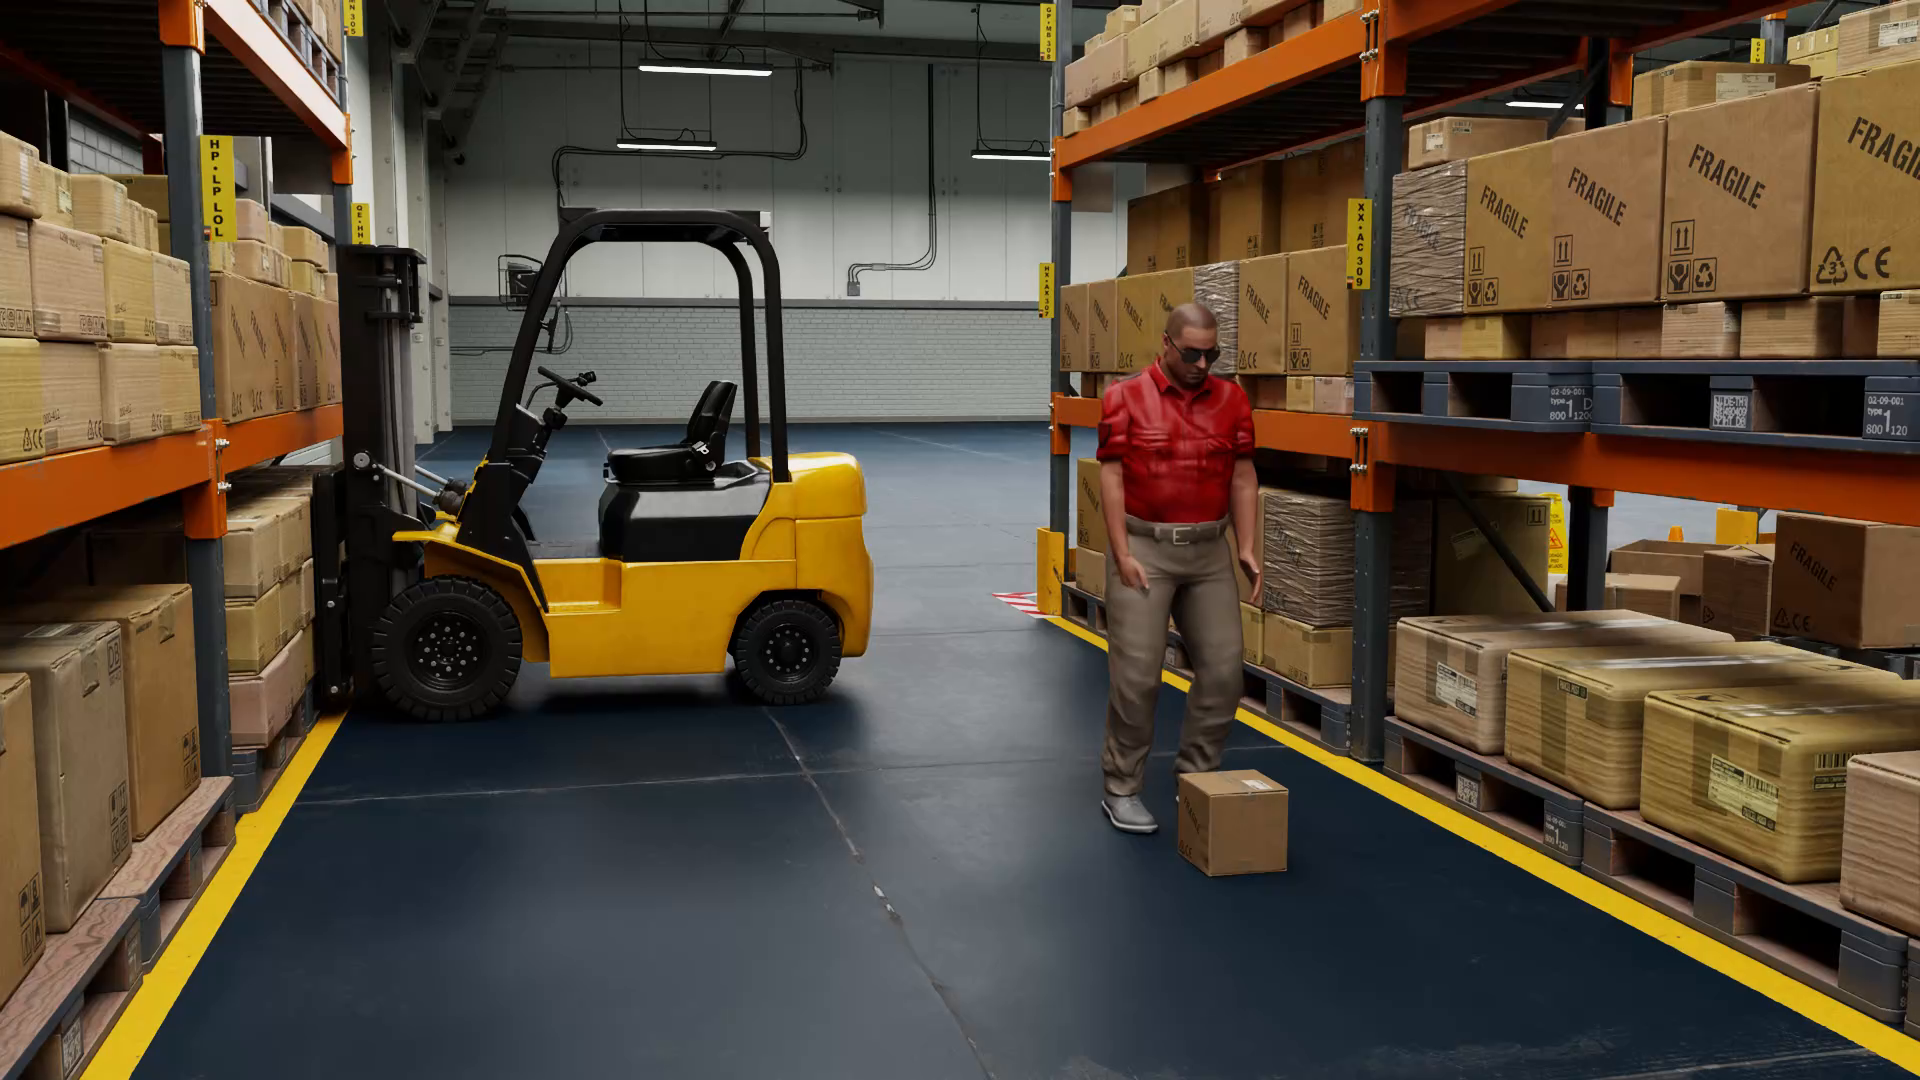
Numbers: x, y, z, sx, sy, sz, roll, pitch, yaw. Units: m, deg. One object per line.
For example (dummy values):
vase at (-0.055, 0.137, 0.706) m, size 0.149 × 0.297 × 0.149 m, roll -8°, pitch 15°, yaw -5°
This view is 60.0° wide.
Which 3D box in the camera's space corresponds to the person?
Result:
person at (0.714, 0.084, 5.435) m, size 0.547 × 1.699 × 0.383 m, roll -1°, pitch 6°, yaw -13°
